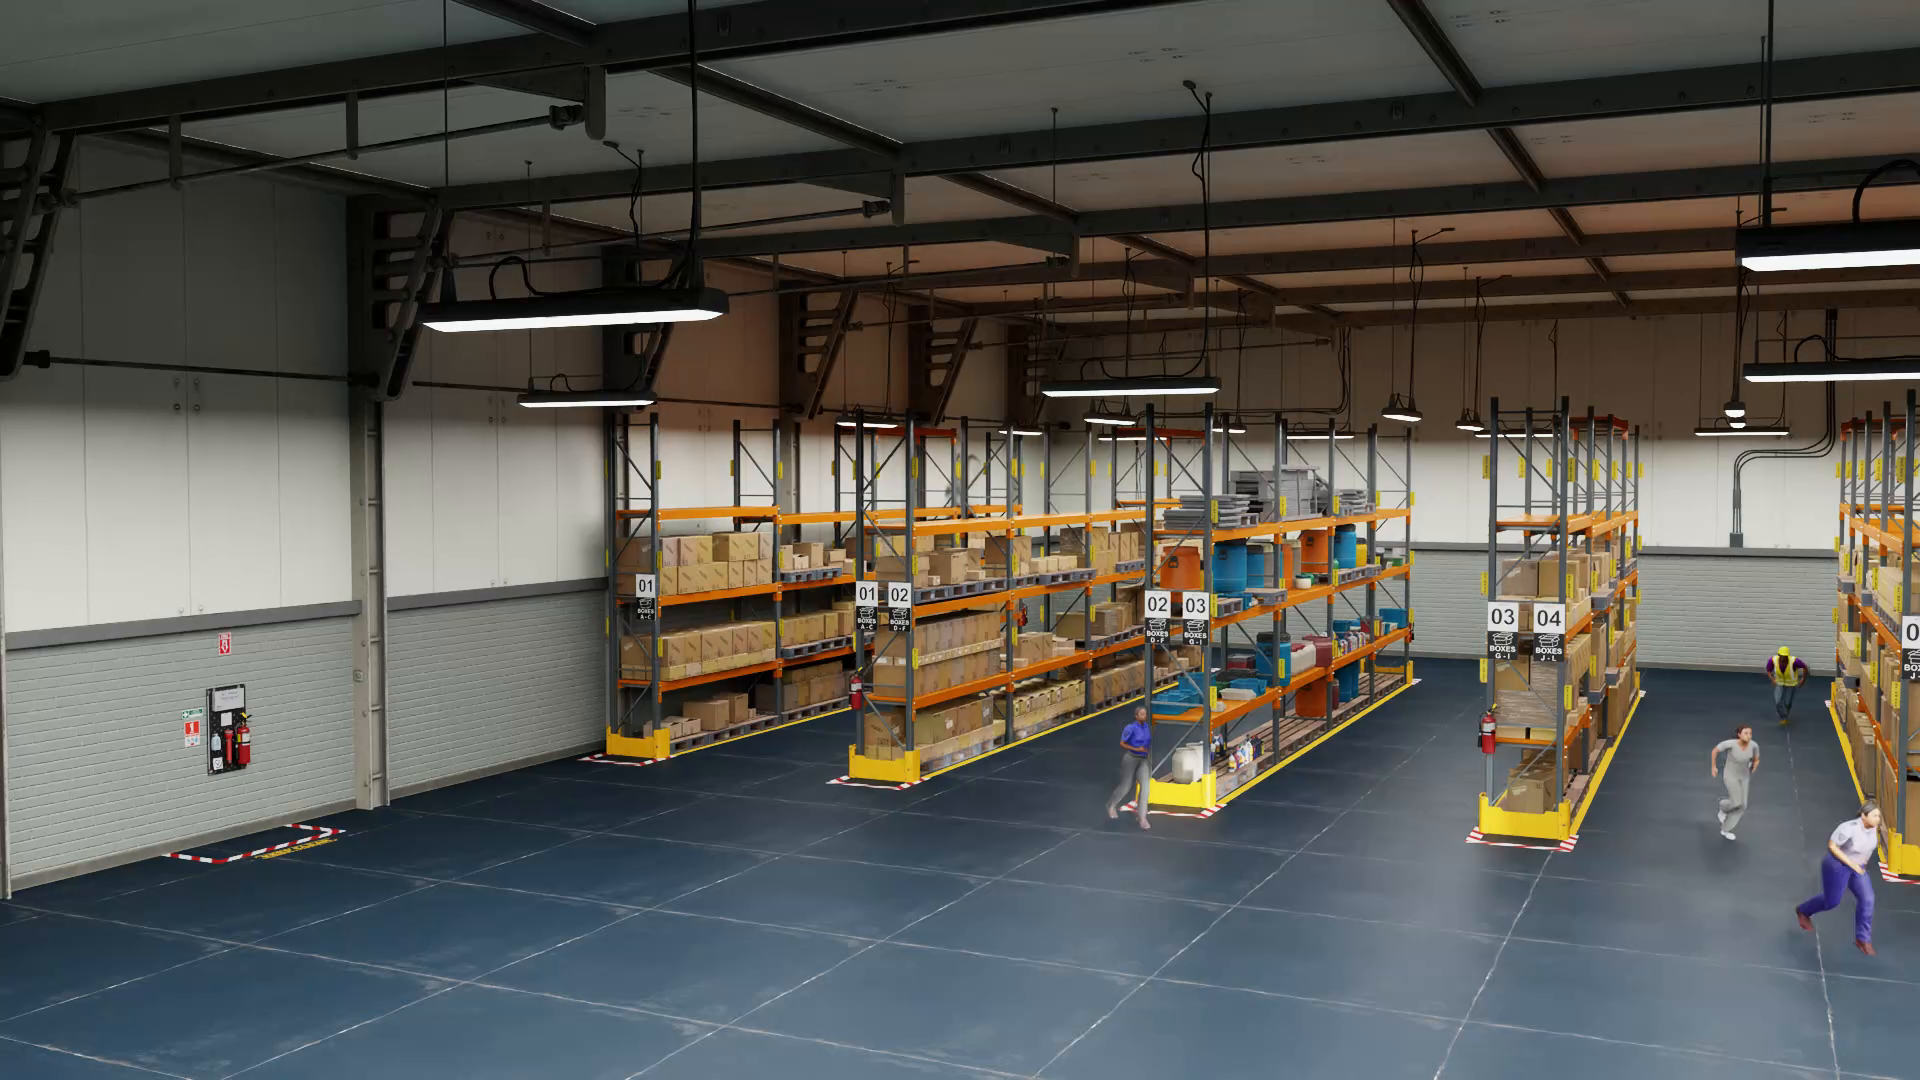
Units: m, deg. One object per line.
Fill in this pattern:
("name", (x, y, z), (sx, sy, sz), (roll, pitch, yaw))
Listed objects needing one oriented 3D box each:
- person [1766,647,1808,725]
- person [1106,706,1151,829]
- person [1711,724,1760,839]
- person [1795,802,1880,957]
("person", (16.211, 2.851, 32.601), (0.724, 1.575, 0.924), (2, 3, 33))
("person", (2.485, 3.177, 23.567), (0.594, 1.658, 0.862), (-1, 3, -32))
("person", (10.539, 3.267, 22.554), (0.553, 1.597, 0.685), (0, 2, -7))
("person", (9.269, 3.501, 17.530), (0.639, 1.612, 0.973), (-1, 3, -25))
